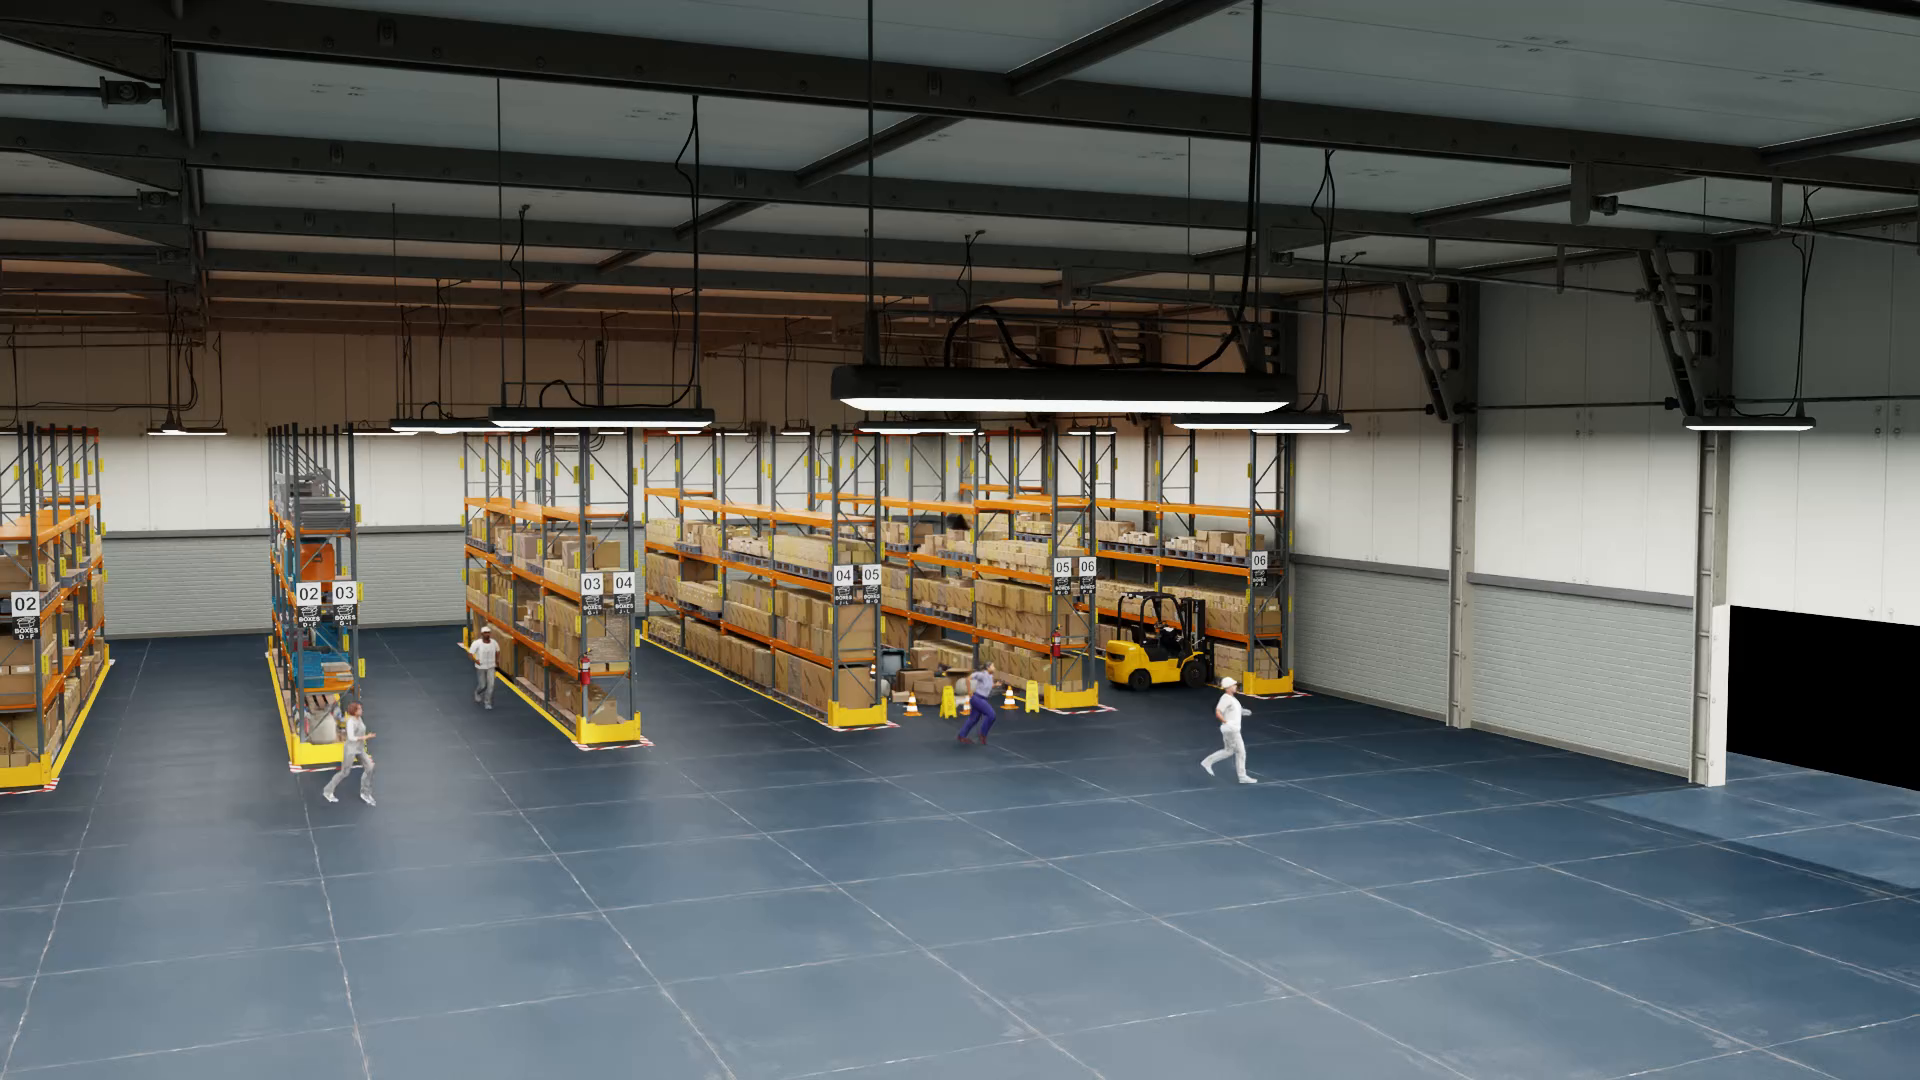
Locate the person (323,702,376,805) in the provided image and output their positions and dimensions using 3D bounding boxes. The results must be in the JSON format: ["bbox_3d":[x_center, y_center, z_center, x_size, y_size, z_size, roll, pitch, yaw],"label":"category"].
[{"bbox_3d":[-9.505,3.337,25.965,0.845,1.632,0.547,0,3,5],"label":"person"}]

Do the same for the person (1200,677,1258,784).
[{"bbox_3d":[4.460,3.149,27.541,0.946,1.763,0.696,1,4,10],"label":"person"}]

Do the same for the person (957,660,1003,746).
[{"bbox_3d":[0.357,3.032,30.976,0.888,1.600,0.601,1,4,14],"label":"person"}]

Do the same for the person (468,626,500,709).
[{"bbox_3d":[-10.059,2.696,35.258,0.697,1.743,0.768,-2,4,-34],"label":"person"}]
